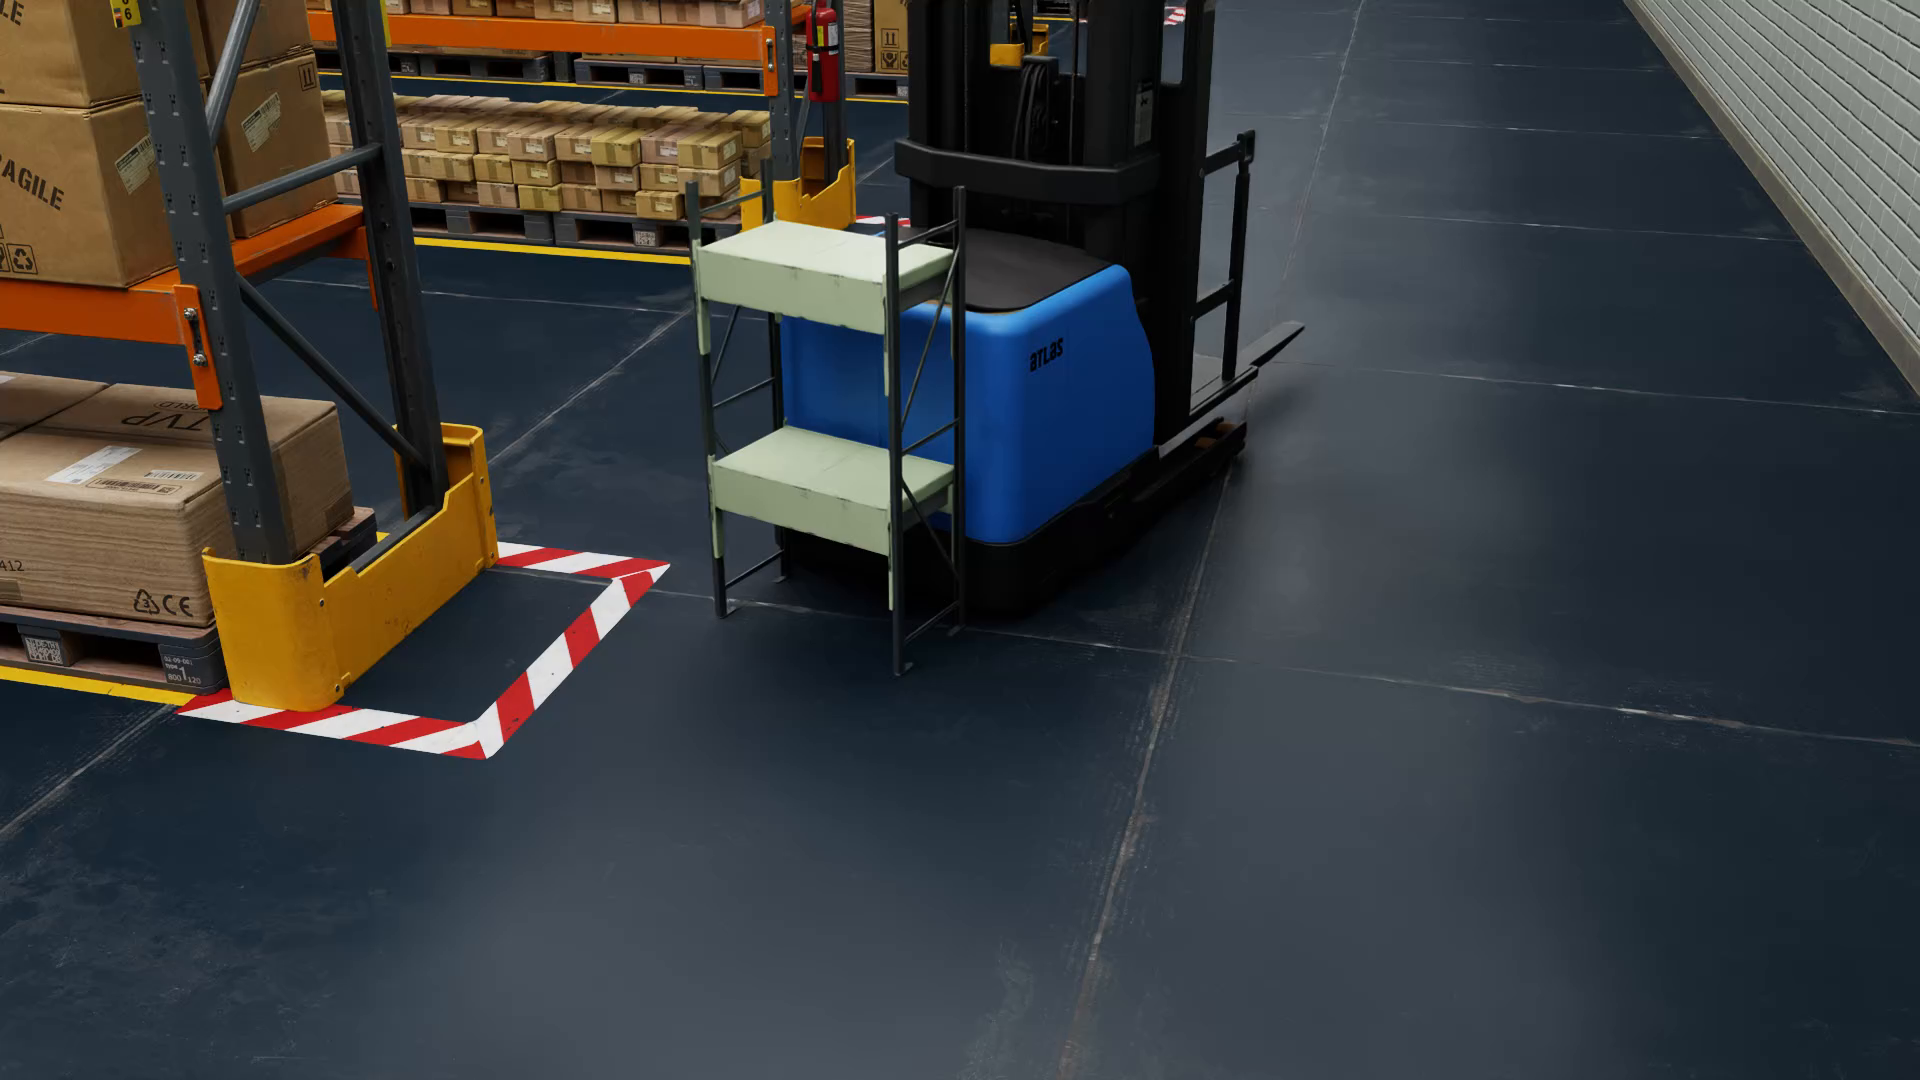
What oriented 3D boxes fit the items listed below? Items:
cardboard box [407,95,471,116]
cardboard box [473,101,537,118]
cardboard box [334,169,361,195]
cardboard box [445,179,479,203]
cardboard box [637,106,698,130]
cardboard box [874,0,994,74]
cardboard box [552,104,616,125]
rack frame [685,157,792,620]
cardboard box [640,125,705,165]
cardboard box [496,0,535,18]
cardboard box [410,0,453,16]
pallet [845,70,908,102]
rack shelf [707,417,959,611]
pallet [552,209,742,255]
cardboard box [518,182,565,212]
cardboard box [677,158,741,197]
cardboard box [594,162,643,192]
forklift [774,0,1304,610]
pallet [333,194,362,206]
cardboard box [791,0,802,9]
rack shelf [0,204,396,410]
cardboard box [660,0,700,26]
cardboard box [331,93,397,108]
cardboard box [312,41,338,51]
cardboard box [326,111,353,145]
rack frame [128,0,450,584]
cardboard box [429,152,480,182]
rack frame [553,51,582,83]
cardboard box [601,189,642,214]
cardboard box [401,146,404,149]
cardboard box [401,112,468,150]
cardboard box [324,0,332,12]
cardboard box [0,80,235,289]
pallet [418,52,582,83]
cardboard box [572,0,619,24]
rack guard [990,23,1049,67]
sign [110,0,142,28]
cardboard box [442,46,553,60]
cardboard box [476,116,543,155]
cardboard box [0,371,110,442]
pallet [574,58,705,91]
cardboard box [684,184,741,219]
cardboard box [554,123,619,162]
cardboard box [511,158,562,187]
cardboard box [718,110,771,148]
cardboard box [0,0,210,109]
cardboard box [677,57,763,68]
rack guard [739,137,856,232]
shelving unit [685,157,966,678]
[{"bbox_3d":[-3.324,-2.736,10.642,0.250,0.149,0.380,5,26,10],"label":"cardboard box"},{"bbox_3d":[-2.846,-2.640,10.441,0.250,0.149,0.380,6,26,13],"label":"cardboard box"},{"bbox_3d":[-3.708,-2.269,10.355,0.250,0.149,0.380,6,26,12],"label":"cardboard box"},{"bbox_3d":[-2.938,-2.191,10.191,0.250,0.149,0.380,7,26,14],"label":"cardboard box"},{"bbox_3d":[-1.809,-2.580,10.315,0.250,0.149,0.380,6,26,13],"label":"cardboard box"},{"bbox_3d":[-0.183,-4.471,14.135,0.875,0.875,0.875,6,26,13],"label":"cardboard box"},{"bbox_3d":[-2.336,-2.605,10.369,0.250,0.149,0.380,7,26,15],"label":"cardboard box"},{"bbox_3d":[-0.719,-0.478,5.510,0.023,1.500,0.400,15,29,29],"label":"rack frame"},{"bbox_3d":[-1.682,-2.324,9.779,0.250,0.149,0.380,7,26,14],"label":"cardboard box"},{"bbox_3d":[-2.489,-3.130,9.627,0.250,0.149,0.380,5,26,11],"label":"cardboard box"},{"bbox_3d":[-2.999,-3.170,9.710,0.250,0.149,0.380,7,26,15],"label":"cardboard box"},{"bbox_3d":[-0.337,-3.999,14.405,1.213,0.211,1.003,6,26,13],"label":"pallet"},{"bbox_3d":[-0.408,-0.101,5.475,0.720,0.370,0.431,15,29,29],"label":"rack shelf"},{"bbox_3d":[-1.728,-2.002,10.210,1.213,0.211,1.003,6,26,13],"label":"pallet"},{"bbox_3d":[-2.452,-2.095,9.989,0.250,0.149,0.380,5,26,11],"label":"cardboard box"},{"bbox_3d":[-1.459,-2.126,9.708,0.250,0.149,0.380,6,26,12],"label":"cardboard box"},{"bbox_3d":[-1.963,-2.181,9.823,0.250,0.149,0.380,5,26,11],"label":"cardboard box"},{"bbox_3d":[0.539,-1.676,6.361,1.130,2.935,3.031,15,29,29],"label":"forklift"},{"bbox_3d":[-4.091,-2.263,10.759,1.213,0.211,1.003,6,26,13],"label":"pallet"},{"bbox_3d":[-1.109,-3.209,9.793,0.250,0.149,0.380,6,26,13],"label":"cardboard box"},{"bbox_3d":[-3.949,-0.969,5.633,4.000,0.370,1.077,6,26,13],"label":"rack shelf"},{"bbox_3d":[-1.494,-2.997,9.349,0.250,0.149,0.380,6,26,13],"label":"cardboard box"},{"bbox_3d":[-3.841,-2.786,10.749,0.250,0.149,0.380,6,26,13],"label":"cardboard box"},{"bbox_3d":[-5.767,-5.111,15.479,0.875,0.875,1.225,6,26,13],"label":"cardboard box"},{"bbox_3d":[-3.701,-2.548,10.249,0.250,0.149,0.380,6,26,12],"label":"cardboard box"},{"bbox_3d":[-2.012,-1.080,5.029,0.127,3.000,1.000,6,26,13],"label":"rack frame"},{"bbox_3d":[-2.985,-2.284,10.040,0.250,0.149,0.380,7,26,14],"label":"cardboard box"},{"bbox_3d":[-3.418,-5.634,14.594,0.127,3.000,1.000,6,26,13],"label":"rack frame"},{"bbox_3d":[-1.947,-2.073,9.942,0.250,0.149,0.380,6,26,13],"label":"cardboard box"},{"bbox_3d":[-3.446,-2.374,10.229,0.250,0.149,0.380,8,26,15],"label":"cardboard box"},{"bbox_3d":[-3.191,-2.492,10.131,0.250,0.149,0.380,5,26,11],"label":"cardboard box"},{"bbox_3d":[-3.528,-3.210,9.796,0.250,0.149,0.380,7,26,14],"label":"cardboard box"},{"bbox_3d":[-2.545,-1.066,4.884,0.500,0.500,0.500,6,26,13],"label":"cardboard box"},{"bbox_3d":[-4.184,-4.426,15.301,1.213,0.211,1.003,6,26,13],"label":"pallet"},{"bbox_3d":[-1.994,-3.036,9.429,0.250,0.149,0.380,7,26,14],"label":"cardboard box"},{"bbox_3d":[0.480,-4.074,14.226,0.348,0.500,1.175,6,26,13],"label":"rack guard"},{"bbox_3d":[-2.160,-1.485,4.257,0.005,0.325,0.100,6,26,13],"label":"sign"},{"bbox_3d":[-4.042,-4.924,15.087,0.875,0.875,1.225,6,26,13],"label":"cardboard box"},{"bbox_3d":[-2.701,-2.433,10.007,0.250,0.149,0.380,5,26,11],"label":"cardboard box"},{"bbox_3d":[-3.564,-0.236,5.748,0.875,0.438,0.875,7,26,14],"label":"cardboard box"},{"bbox_3d":[-2.701,-4.261,14.954,1.213,0.211,1.003,6,26,13],"label":"pallet"},{"bbox_3d":[-1.438,-2.023,9.838,0.250,0.149,0.380,7,26,14],"label":"cardboard box"},{"bbox_3d":[-2.199,-2.353,9.839,0.250,0.149,0.380,5,26,11],"label":"cardboard box"},{"bbox_3d":[-2.467,-2.231,9.928,0.250,0.149,0.380,7,26,14],"label":"cardboard box"},{"bbox_3d":[-1.300,-2.520,10.189,0.250,0.149,0.380,5,26,11],"label":"cardboard box"},{"bbox_3d":[-2.538,-1.529,4.692,0.500,0.500,0.500,7,26,15],"label":"cardboard box"},{"bbox_3d":[-1.927,-4.664,14.539,0.875,0.875,0.875,6,26,13],"label":"cardboard box"},{"bbox_3d":[-0.950,-2.031,9.934,0.348,0.500,1.175,6,26,13],"label":"rack guard"},{"bbox_3d":[-0.408,-0.395,5.335,0.755,1.500,0.431,15,29,29],"label":"shelving unit"}]
